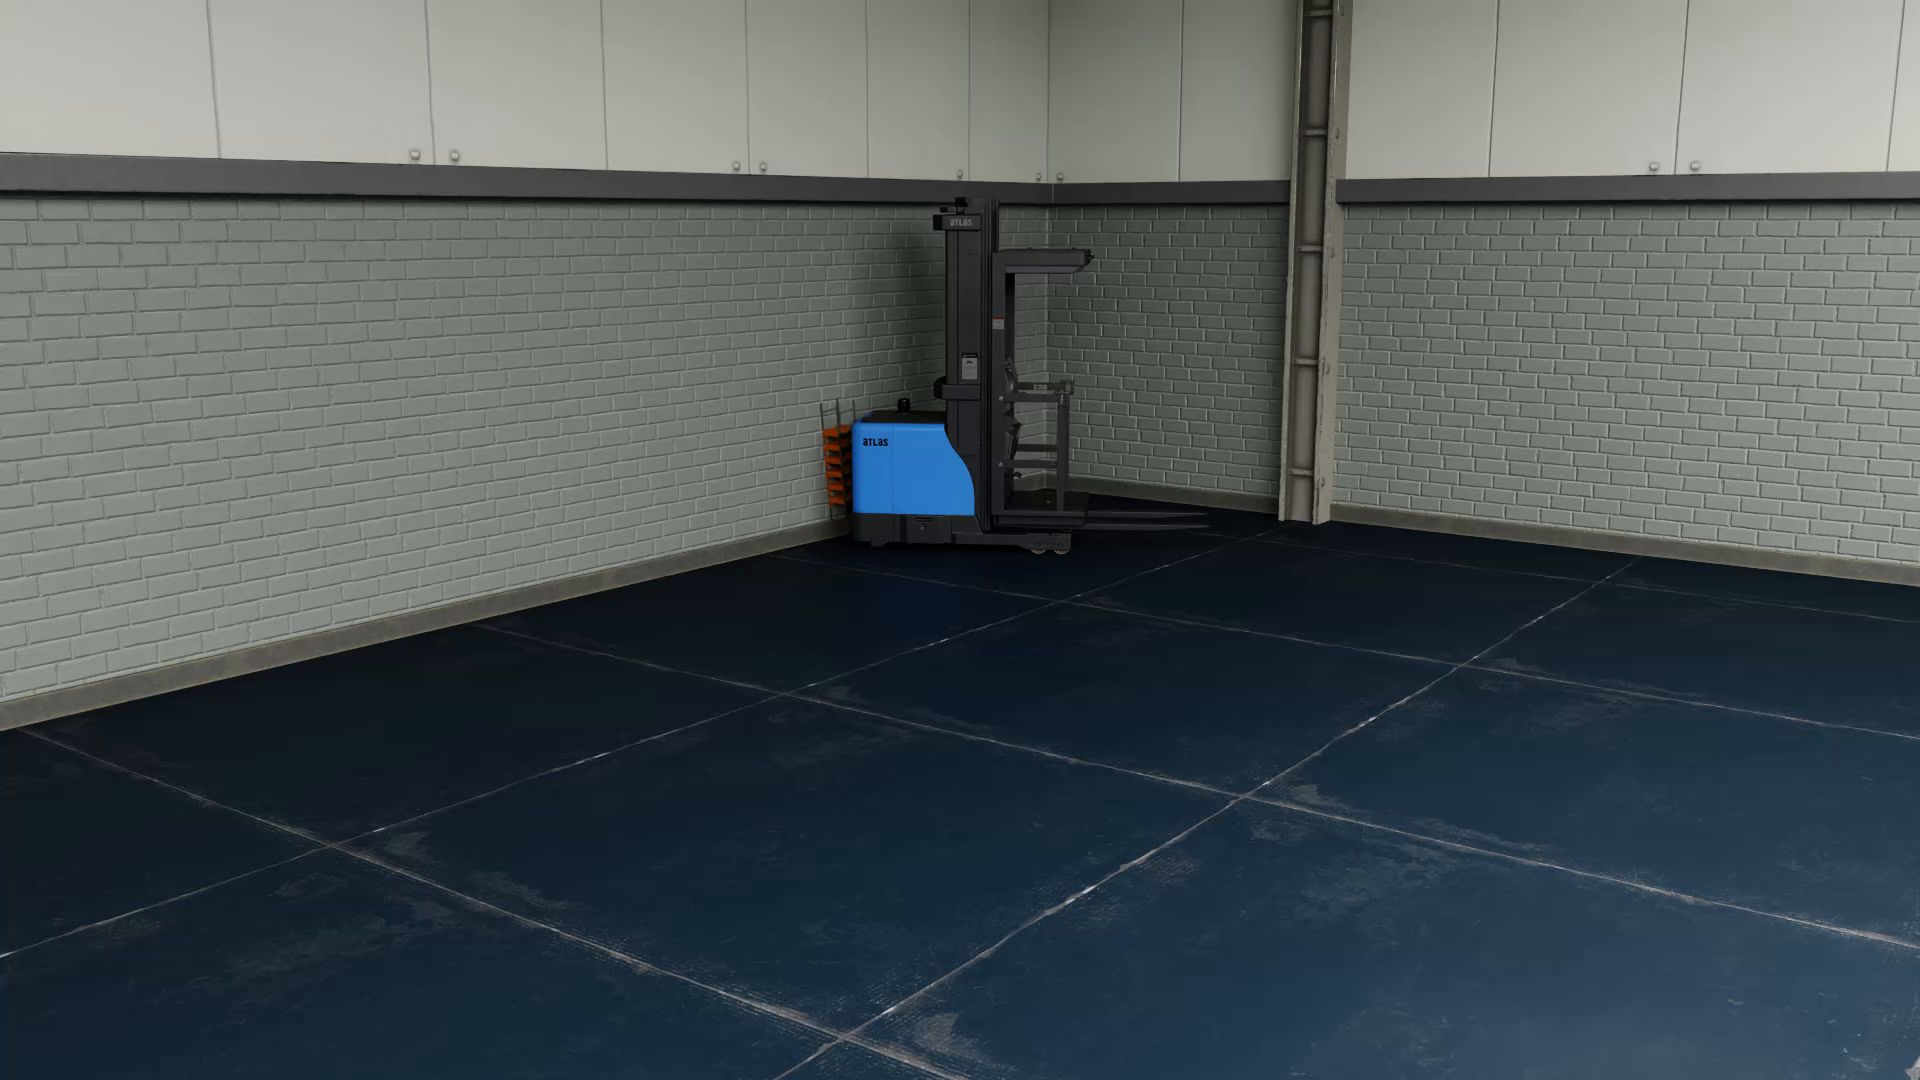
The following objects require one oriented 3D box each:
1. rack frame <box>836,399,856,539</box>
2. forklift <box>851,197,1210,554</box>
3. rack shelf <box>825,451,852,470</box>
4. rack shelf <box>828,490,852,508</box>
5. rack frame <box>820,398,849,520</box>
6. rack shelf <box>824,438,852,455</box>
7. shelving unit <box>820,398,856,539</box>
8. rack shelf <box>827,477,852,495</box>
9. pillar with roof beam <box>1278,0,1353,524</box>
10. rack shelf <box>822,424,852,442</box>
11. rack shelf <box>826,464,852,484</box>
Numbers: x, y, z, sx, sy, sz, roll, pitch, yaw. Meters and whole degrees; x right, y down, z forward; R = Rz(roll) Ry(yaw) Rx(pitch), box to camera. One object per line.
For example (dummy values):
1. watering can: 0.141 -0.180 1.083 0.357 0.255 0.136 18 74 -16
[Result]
1. rack frame: -0.949 -0.612 14.490 0.006 1.200 0.240 8 20 36
2. forklift: 0.625 -1.426 14.185 3.031 2.935 1.130 1 11 6
3. rack shelf: -1.028 -0.695 14.523 0.180 0.103 0.258 8 20 36
4. rack shelf: -1.003 -0.351 14.623 0.180 0.103 0.258 8 20 36
5. rack frame: -1.095 -0.633 14.598 0.006 1.200 0.240 8 20 36
6. rack shelf: -1.036 -0.810 14.489 0.180 0.103 0.258 8 20 36
7. shelving unit: -1.022 -0.623 14.544 0.189 1.200 0.258 8 20 36
8. rack shelf: -1.011 -0.466 14.590 0.180 0.103 0.258 8 20 36
9. pillar with roof beam: 0.663 -3.948 11.243 0.400 9.000 9.100 8 13 36
10. rack shelf: -1.044 -0.925 14.456 0.180 0.103 0.258 8 20 36
11. rack shelf: -1.019 -0.580 14.556 0.180 0.103 0.258 8 20 36
